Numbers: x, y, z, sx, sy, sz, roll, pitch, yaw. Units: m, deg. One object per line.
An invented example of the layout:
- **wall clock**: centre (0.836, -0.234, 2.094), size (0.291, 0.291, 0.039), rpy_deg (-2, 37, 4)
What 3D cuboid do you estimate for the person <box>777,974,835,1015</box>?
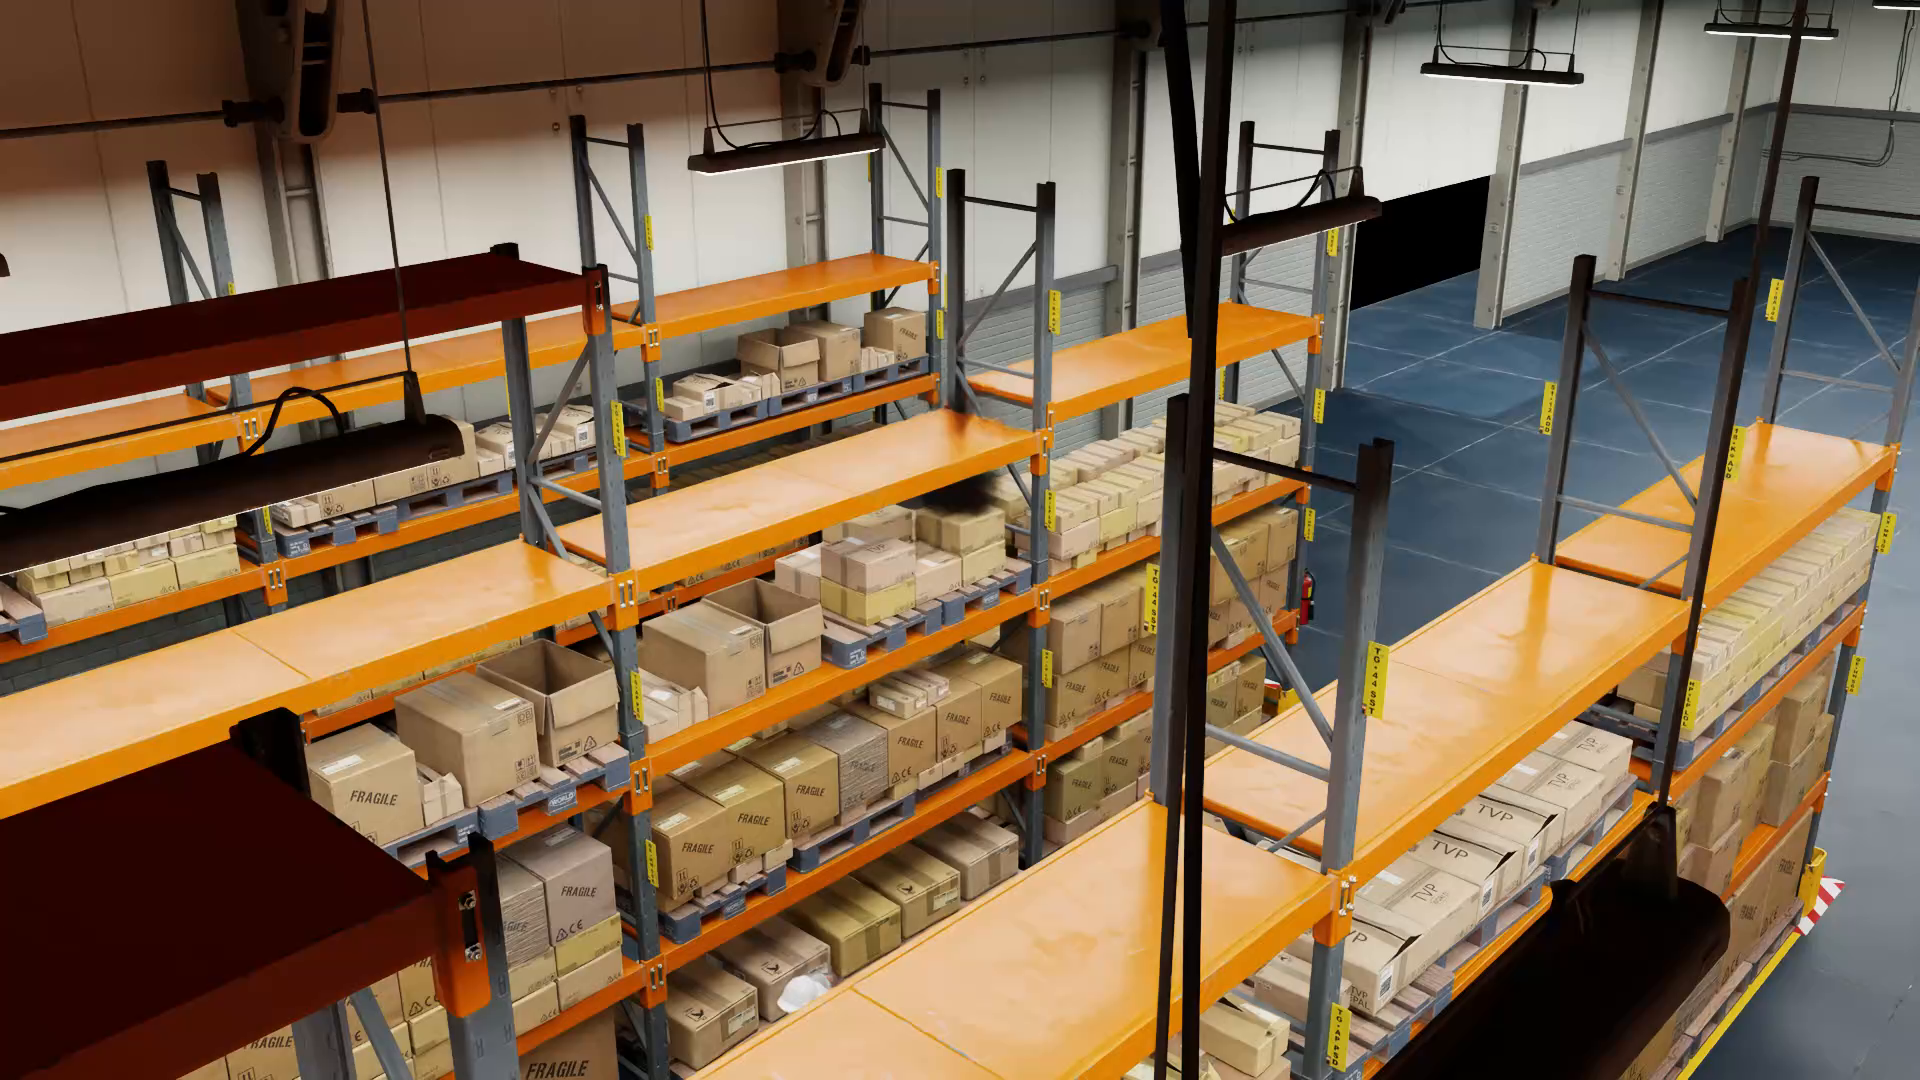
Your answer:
- **person**: centre (-0.755, 3.398, 10.970), size (1.101, 1.597, 0.700), rpy_deg (-17, 27, -37)
